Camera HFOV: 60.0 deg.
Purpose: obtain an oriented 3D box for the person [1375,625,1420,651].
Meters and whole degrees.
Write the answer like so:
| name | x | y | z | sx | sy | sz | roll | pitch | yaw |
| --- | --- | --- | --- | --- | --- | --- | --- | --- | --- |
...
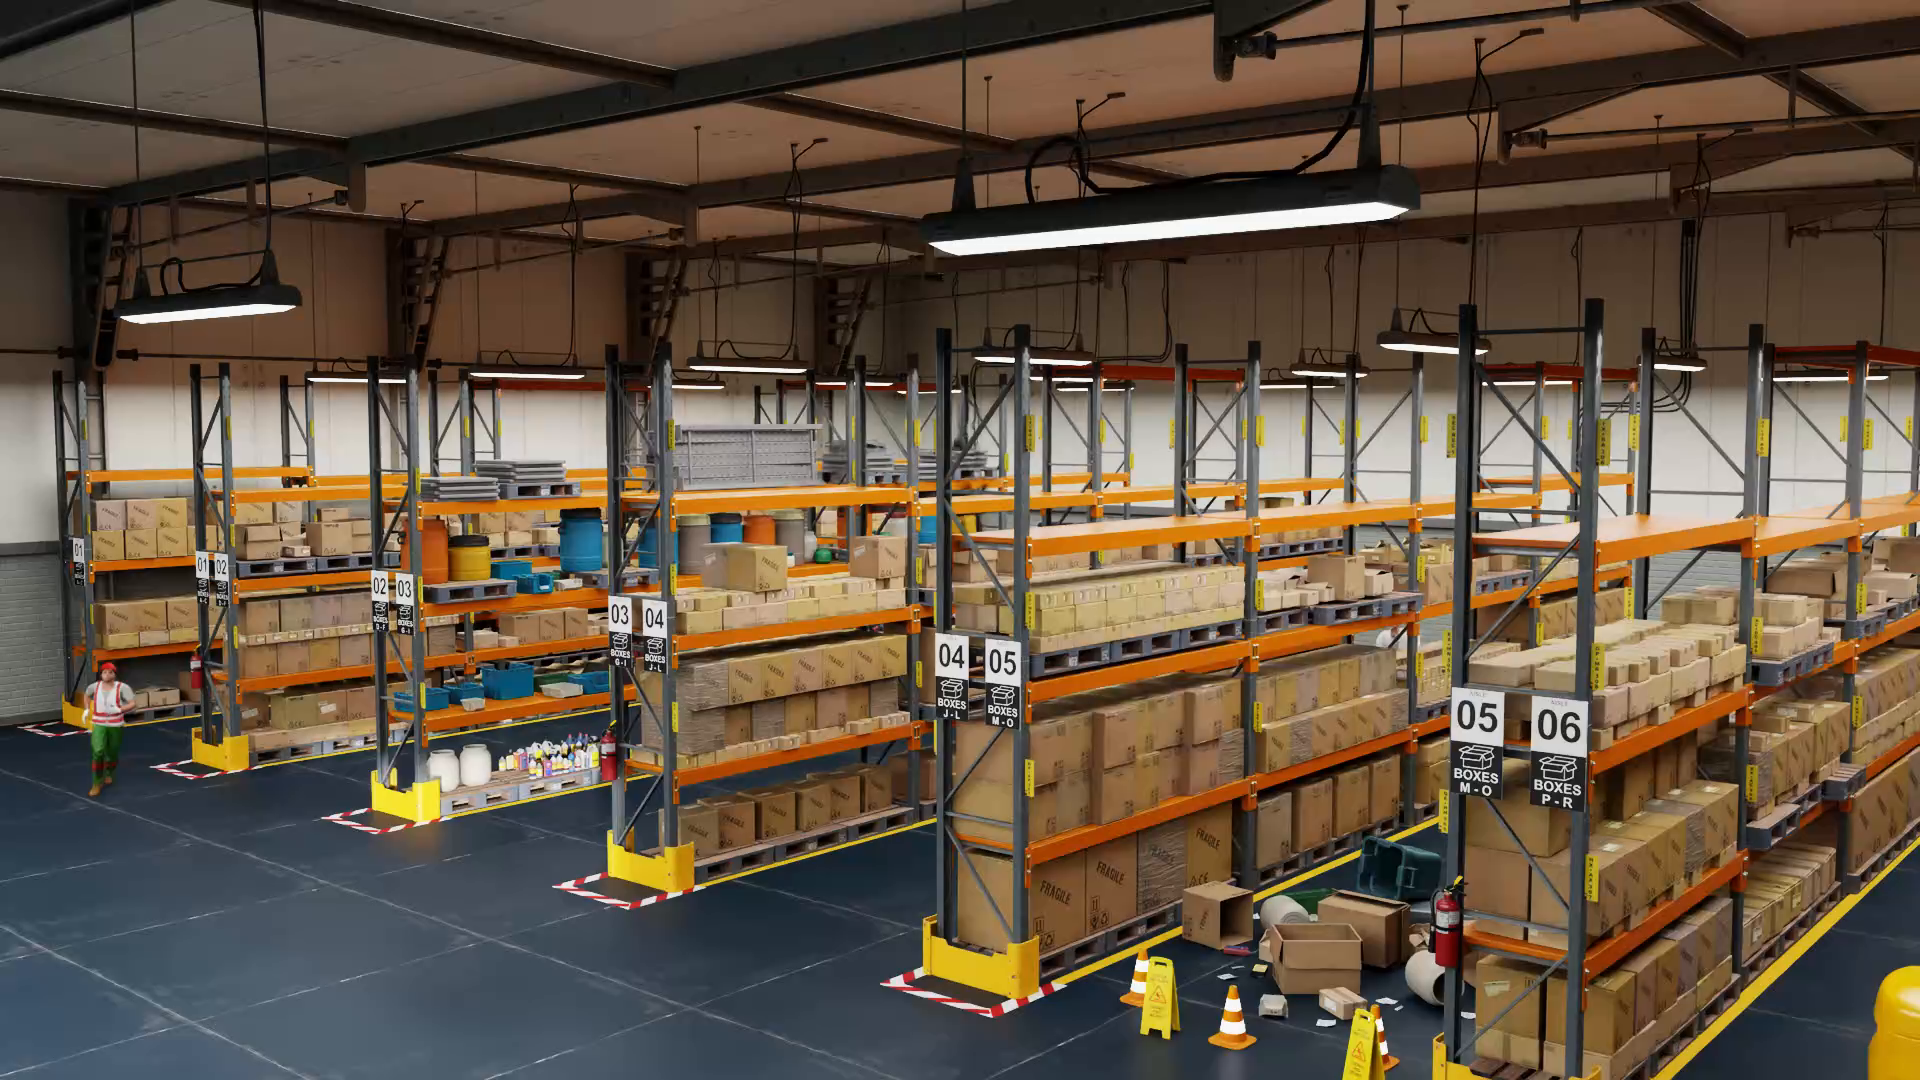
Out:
| name | x | y | z | sx | sy | sz | roll | pitch | yaw |
| --- | --- | --- | --- | --- | --- | --- | --- | --- | --- |
| person | 7.603 | 2.189 | 29.004 | 0.726 | 1.766 | 1.011 | 2 | 5 | 28 |

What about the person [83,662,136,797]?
| name | x | y | z | sx | sy | sz | roll | pitch | yaw |
| --- | --- | --- | --- | --- | --- | --- | --- | --- | --- |
| person | -11.843 | 2.606 | 23.168 | 0.674 | 1.829 | 0.724 | -2 | 5 | -24 |
